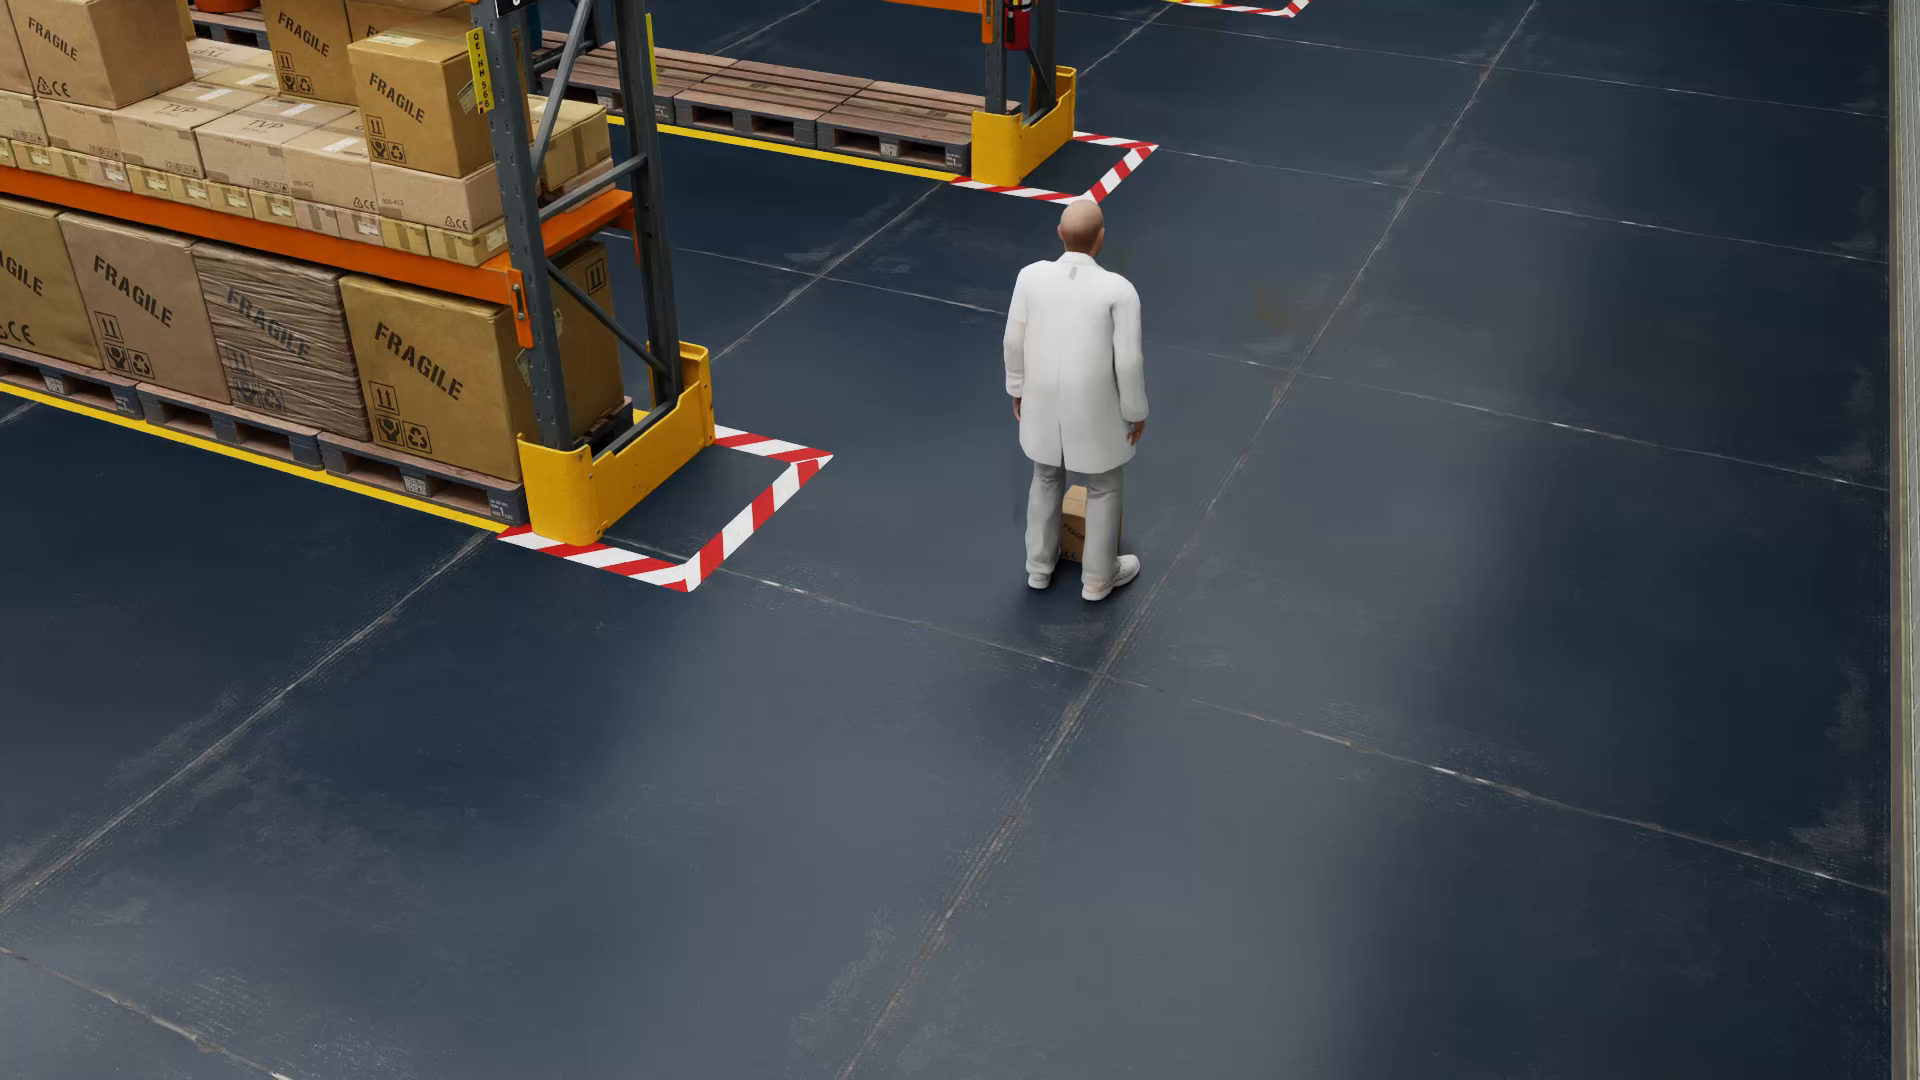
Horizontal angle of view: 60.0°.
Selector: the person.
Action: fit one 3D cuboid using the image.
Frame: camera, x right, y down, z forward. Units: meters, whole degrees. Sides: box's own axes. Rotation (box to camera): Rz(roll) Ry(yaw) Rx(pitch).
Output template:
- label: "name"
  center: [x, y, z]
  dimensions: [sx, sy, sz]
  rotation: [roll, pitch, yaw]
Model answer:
- label: "person"
  center: [0.491, -0.574, 7.031]
  dimensions: [0.640, 1.773, 0.426]
  rotation: [14, 36, 20]
